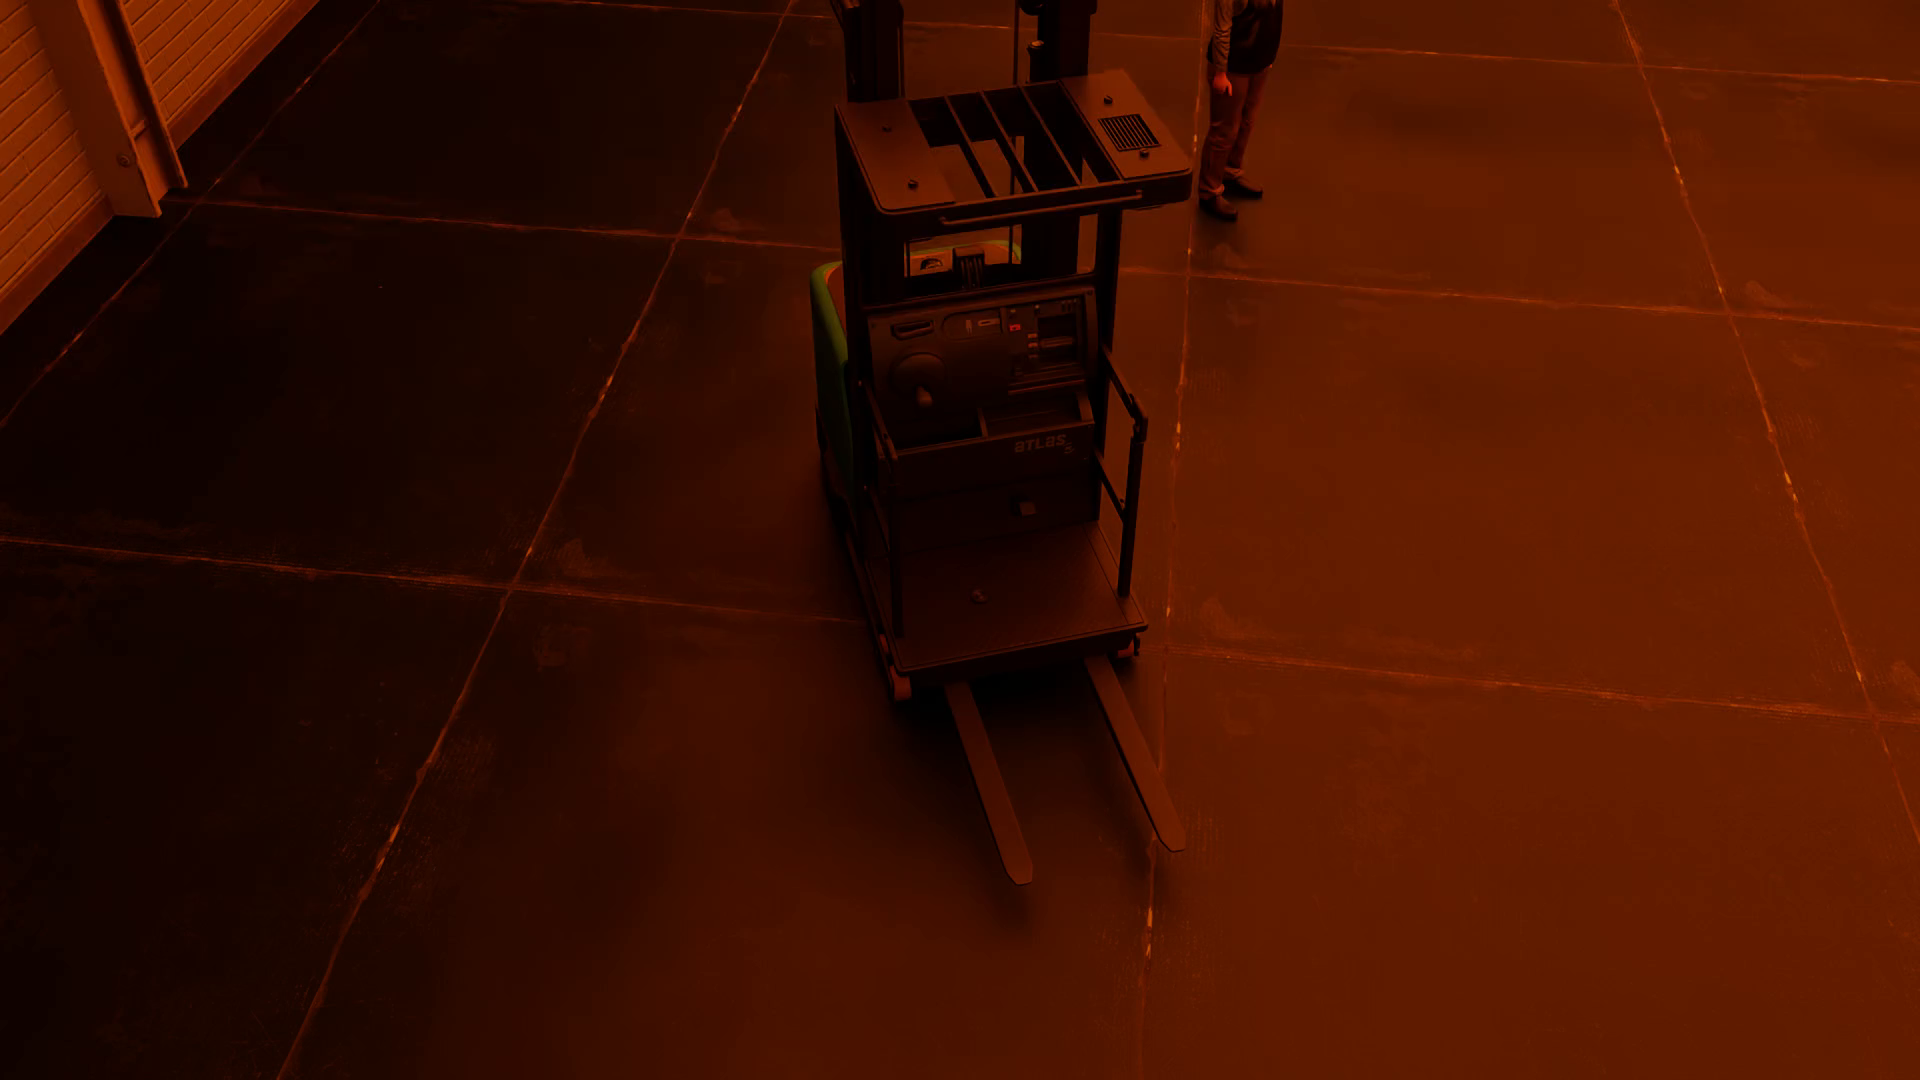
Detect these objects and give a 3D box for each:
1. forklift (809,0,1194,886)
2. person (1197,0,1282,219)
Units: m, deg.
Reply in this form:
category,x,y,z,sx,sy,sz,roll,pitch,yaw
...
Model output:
category,x,y,z,sx,sy,sz,roll,pitch,yaw
forklift,0.153,-0.681,6.465,1.130,2.935,3.031,-10,44,-11
person,1.630,-2.735,9.598,0.374,1.723,0.523,27,49,26
